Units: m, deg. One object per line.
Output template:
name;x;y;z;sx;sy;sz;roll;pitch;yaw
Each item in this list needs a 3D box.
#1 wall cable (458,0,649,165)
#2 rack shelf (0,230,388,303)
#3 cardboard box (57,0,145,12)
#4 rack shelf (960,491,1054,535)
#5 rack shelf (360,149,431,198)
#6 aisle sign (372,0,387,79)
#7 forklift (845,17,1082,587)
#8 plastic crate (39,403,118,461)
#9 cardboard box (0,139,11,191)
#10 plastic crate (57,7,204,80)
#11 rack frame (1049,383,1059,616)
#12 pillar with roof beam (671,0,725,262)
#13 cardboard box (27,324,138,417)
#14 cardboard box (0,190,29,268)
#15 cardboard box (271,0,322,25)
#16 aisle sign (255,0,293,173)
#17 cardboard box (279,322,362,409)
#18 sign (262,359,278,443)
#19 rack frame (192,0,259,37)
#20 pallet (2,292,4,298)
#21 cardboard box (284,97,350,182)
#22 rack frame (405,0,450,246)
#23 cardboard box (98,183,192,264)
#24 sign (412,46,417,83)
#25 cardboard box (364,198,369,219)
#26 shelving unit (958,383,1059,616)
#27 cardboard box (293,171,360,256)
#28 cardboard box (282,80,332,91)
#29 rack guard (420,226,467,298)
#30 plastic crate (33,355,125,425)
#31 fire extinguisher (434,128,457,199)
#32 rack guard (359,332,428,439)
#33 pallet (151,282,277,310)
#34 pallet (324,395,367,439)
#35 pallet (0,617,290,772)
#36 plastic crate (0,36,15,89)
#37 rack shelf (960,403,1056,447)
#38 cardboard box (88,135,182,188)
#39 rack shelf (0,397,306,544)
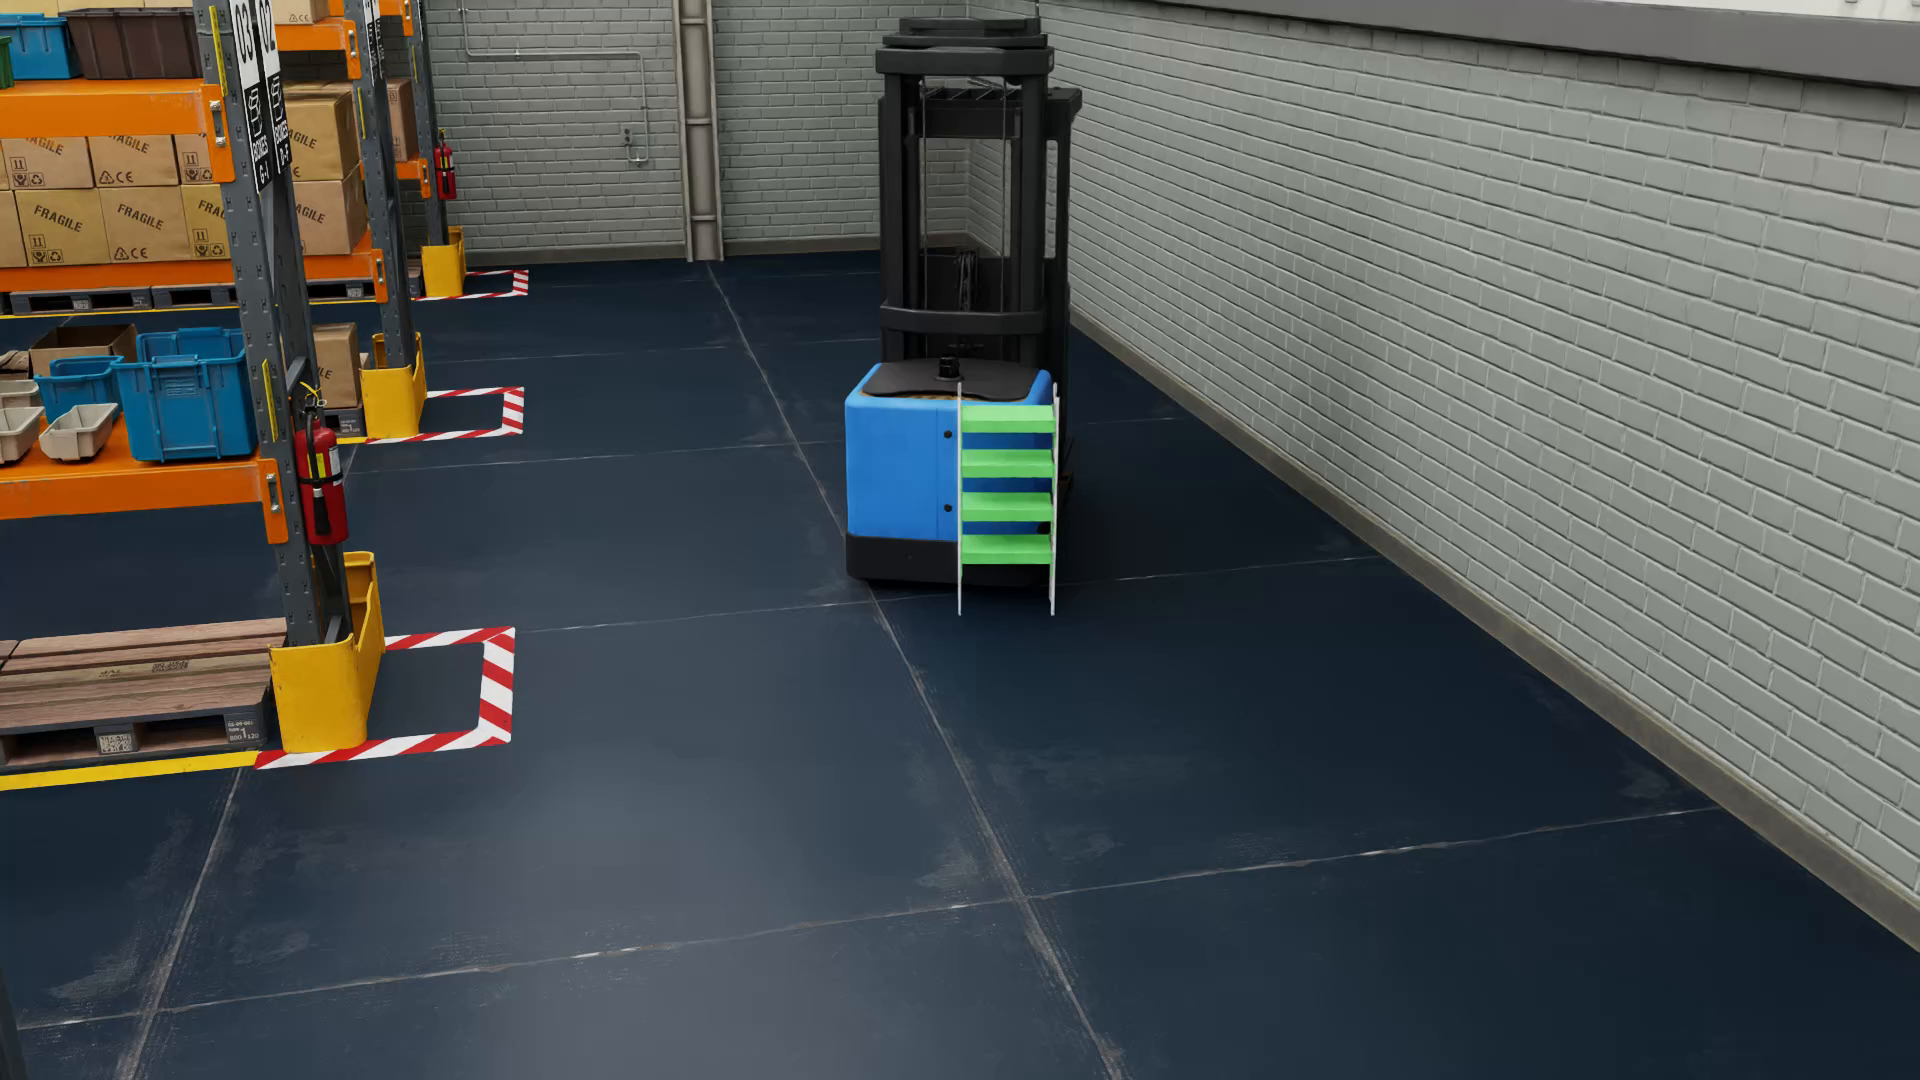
wall cable;-4.197;-4.883;17.306;1.851;1.984;0.084;-5;21;-12
rack shelf;-6.028;-1.834;11.506;4.000;0.370;1.077;-5;21;-12
cardboard box;-5.494;-3.459;10.754;0.500;0.250;0.500;-5;21;-12
rack shelf;0.242;-0.142;8.626;0.480;0.148;0.258;0;23;0
rack shelf;-7.172;-3.492;16.032;4.000;0.370;1.077;-5;21;-12
aisle sign;-4.083;-3.654;11.650;0.004;0.787;0.394;-5;21;-12
forklift;0.122;-1.592;9.899;1.130;2.935;3.031;3;20;9
plastic crate;-3.697;-0.451;6.981;0.243;0.136;0.396;-5;21;-12
cardboard box;-6.449;-2.554;10.828;0.500;0.500;0.500;-5;21;-14
plastic crate;-3.384;-2.082;6.965;0.590;0.269;0.497;-5;21;-12
rack frame;0.486;-0.201;8.601;0.015;1.200;0.240;0;23;0
pillar with roof beam;-1.806;-5.867;12.748;0.400;9.000;9.100;-5;21;-12
cardboard box;-6.147;-1.198;11.714;0.637;0.503;0.797;-5;21;-12
cardboard box;-6.431;-2.090;11.014;0.500;0.500;0.500;-5;21;-13
cardboard box;-4.521;-3.539;10.972;0.500;0.250;0.500;-5;21;-12
aisle sign;-2.944;-1.997;7.127;0.004;0.787;0.394;-5;21;-12
cardboard box;-4.554;-1.237;11.826;0.500;0.500;0.500;-5;21;-12
sign;-2.803;-0.565;6.760;0.005;0.325;0.100;-5;21;-12
rack frame;-2.946;-3.489;6.255;0.127;3.000;1.000;-5;21;-12
pallet;-9.851;-2.276;15.720;1.213;0.211;1.003;-5;21;-12
cardboard box;-4.452;-2.719;11.278;0.500;0.500;0.500;-5;21;-13
rack frame;-5.225;-3.988;16.340;0.127;3.000;1.000;-5;21;-12
cardboard box;-5.446;-2.171;11.234;0.500;0.500;0.500;-4;21;-12
sign;-5.114;-4.460;15.601;0.005;0.325;0.100;-5;21;-12
cardboard box;-5.808;-3.304;16.553;0.250;0.149;0.380;-5;21;-12
shelving unit;0.242;-0.201;8.601;0.503;1.200;0.258;0;23;0
cardboard box;-4.455;-2.250;11.452;0.500;0.500;0.500;-4;20;-11
cardboard box;-6.425;-4.024;16.002;0.700;0.700;0.980;-5;21;-13
rack guard;-5.202;-2.816;16.775;0.348;0.500;1.175;-5;21;-12
plastic crate;-3.902;-0.660;7.411;0.300;0.233;0.416;-5;21;-12
fire extinguisher;-4.972;-3.634;16.028;0.183;0.674;0.296;-5;21;-12
rack guard;-4.156;-1.150;12.228;0.348;0.500;1.175;-5;21;-12
pallet;-7.170;-2.494;16.315;1.213;0.211;1.003;-5;21;-12
pallet;-4.931;-0.951;12.105;1.213;0.211;1.003;-5;21;-12
pallet;-3.757;0.690;7.624;1.213;0.211;1.003;-5;21;-12
plastic crate;-3.840;-1.807;6.334;0.336;0.188;0.450;-5;21;-12
rack shelf;0.241;-0.584;8.438;0.480;0.148;0.258;0;23;0
cardboard box;-5.446;-2.636;11.052;0.500;0.500;0.500;-4;21;-11
rack shelf;-4.892;-0.176;6.979;4.000;0.370;1.077;-5;21;-12
